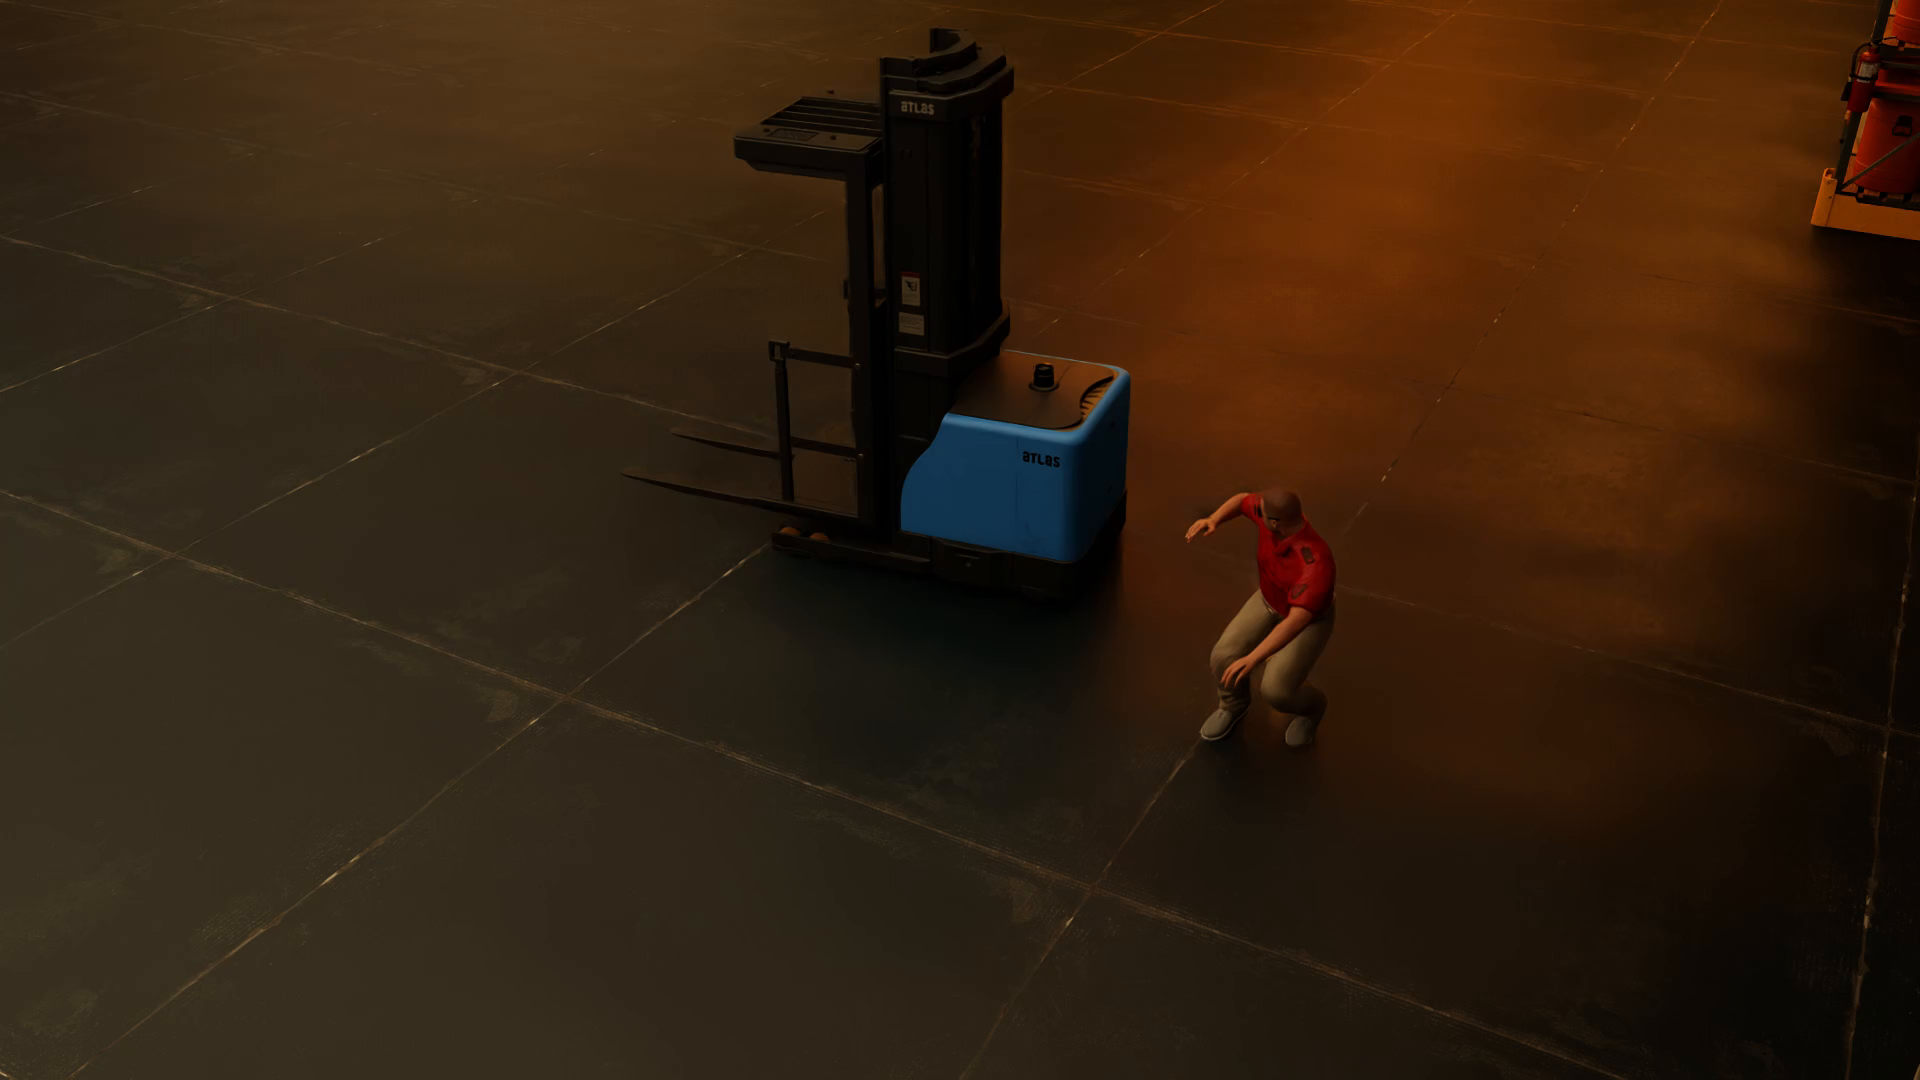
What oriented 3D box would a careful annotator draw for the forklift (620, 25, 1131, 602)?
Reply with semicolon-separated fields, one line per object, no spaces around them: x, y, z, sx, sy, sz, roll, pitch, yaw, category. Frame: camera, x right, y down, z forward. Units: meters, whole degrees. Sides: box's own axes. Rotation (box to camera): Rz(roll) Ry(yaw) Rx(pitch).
-0.575;-1.376;9.454;3.031;2.935;1.130;11;32;18;forklift

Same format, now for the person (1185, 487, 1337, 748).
1.386;0.398;7.897;0.967;1.478;0.790;-21;36;-32;person
